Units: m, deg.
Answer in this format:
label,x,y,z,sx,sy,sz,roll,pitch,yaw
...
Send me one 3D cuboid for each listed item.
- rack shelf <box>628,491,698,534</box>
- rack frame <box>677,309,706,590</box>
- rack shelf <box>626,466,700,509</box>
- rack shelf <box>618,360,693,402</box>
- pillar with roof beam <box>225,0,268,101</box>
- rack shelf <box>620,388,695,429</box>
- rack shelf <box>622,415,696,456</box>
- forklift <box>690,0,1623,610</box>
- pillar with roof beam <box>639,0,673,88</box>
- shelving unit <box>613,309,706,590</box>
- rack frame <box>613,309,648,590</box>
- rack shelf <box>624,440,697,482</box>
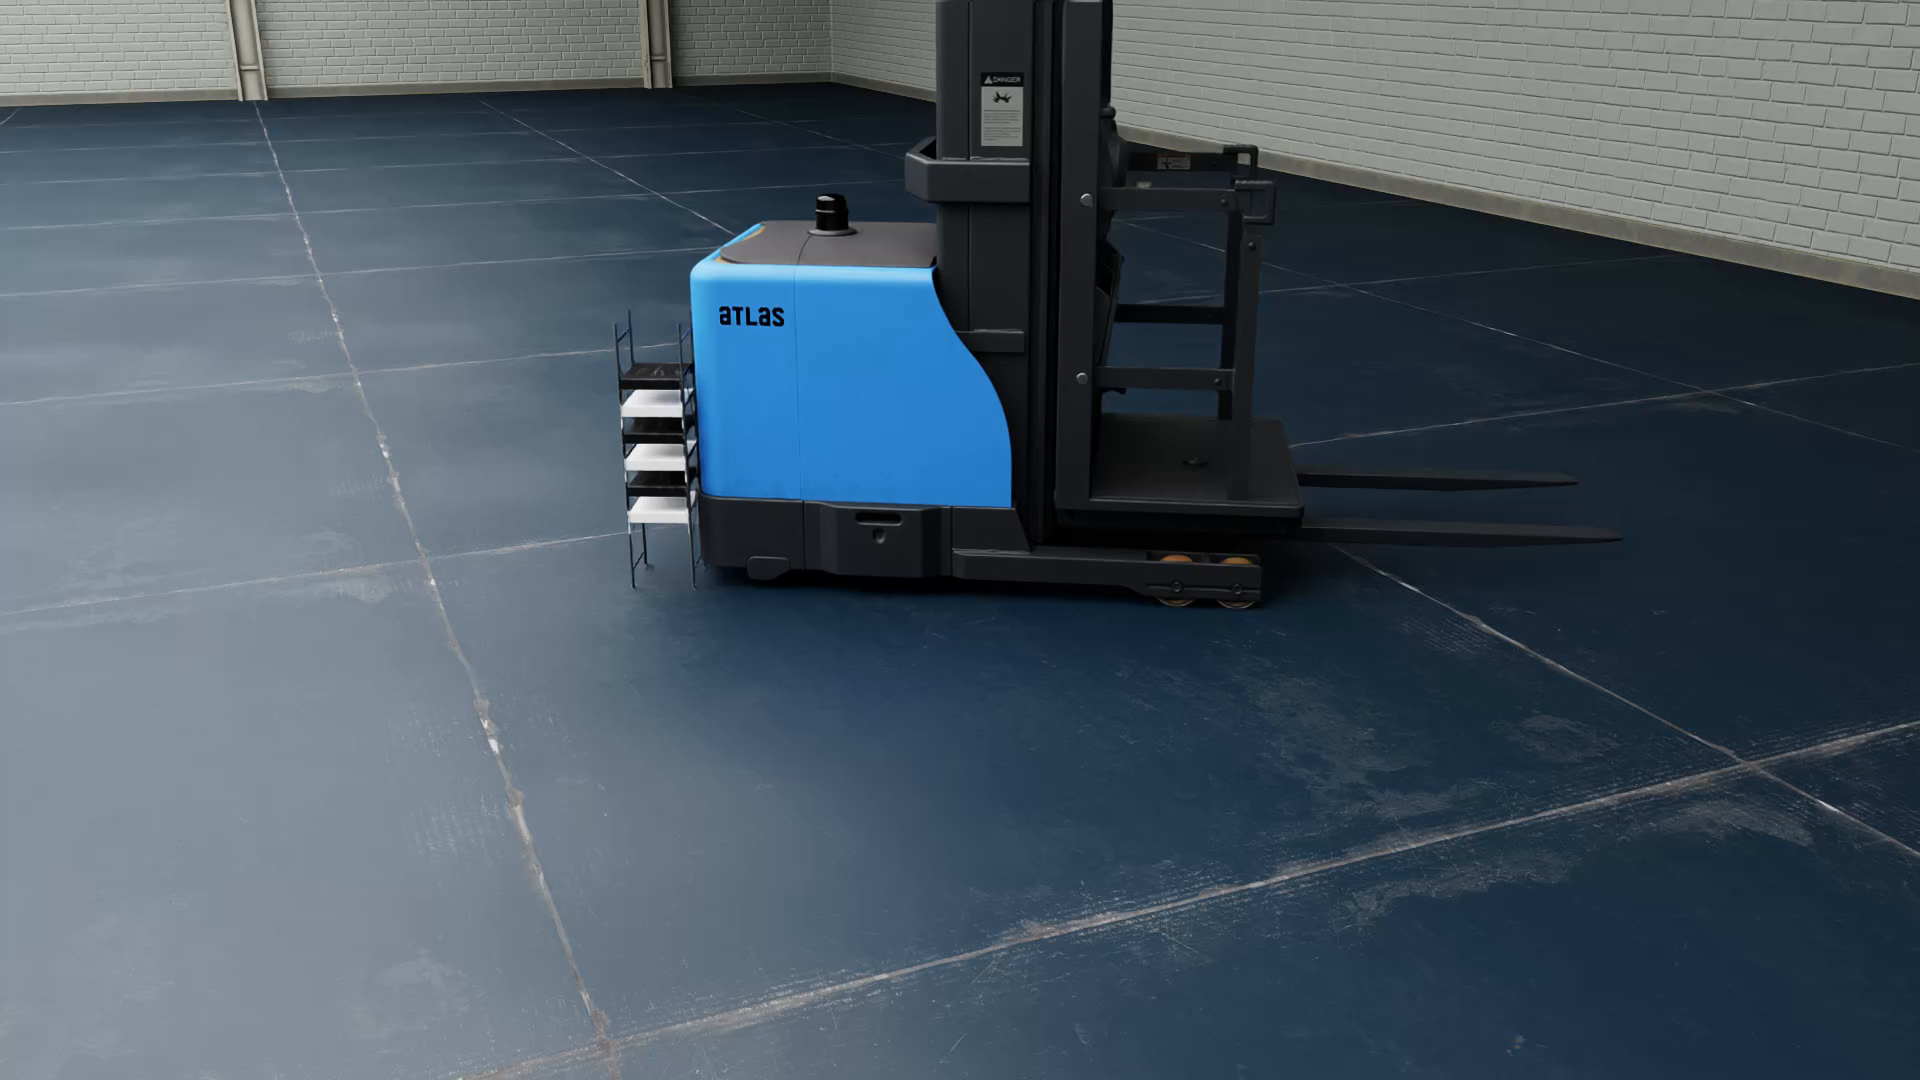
label,x,y,z,sx,sy,sz,roll,pitch,yaw
rack shelf,-0.988,-0.096,5.583,0.200,0.077,0.258,0,19,1
rack frame,-0.887,-0.297,5.510,0.006,0.900,0.240,0,19,1
rack shelf,-0.988,-0.181,5.553,0.200,0.077,0.258,0,19,1
rack shelf,-0.988,-0.521,5.433,0.200,0.077,0.258,0,19,1
pillar with roof beam,-8.619,-9.365,19.071,0.400,9.000,9.100,-8,21,-22
rack shelf,-0.988,-0.436,5.463,0.200,0.077,0.258,0,19,1
rack shelf,-0.988,-0.351,5.493,0.200,0.077,0.258,0,19,1
forklift,0.675,-1.344,5.427,3.031,2.935,1.130,2,20,6
pillar with roof beam,-3.109,-10.155,21.313,0.400,9.000,9.100,-8,21,-22
shelving unit,-0.988,-0.297,5.512,0.210,0.900,0.258,0,19,1
rack frame,-1.090,-0.298,5.514,0.006,0.900,0.240,0,19,1
rack shelf,-0.988,-0.266,5.523,0.200,0.077,0.258,0,19,1
